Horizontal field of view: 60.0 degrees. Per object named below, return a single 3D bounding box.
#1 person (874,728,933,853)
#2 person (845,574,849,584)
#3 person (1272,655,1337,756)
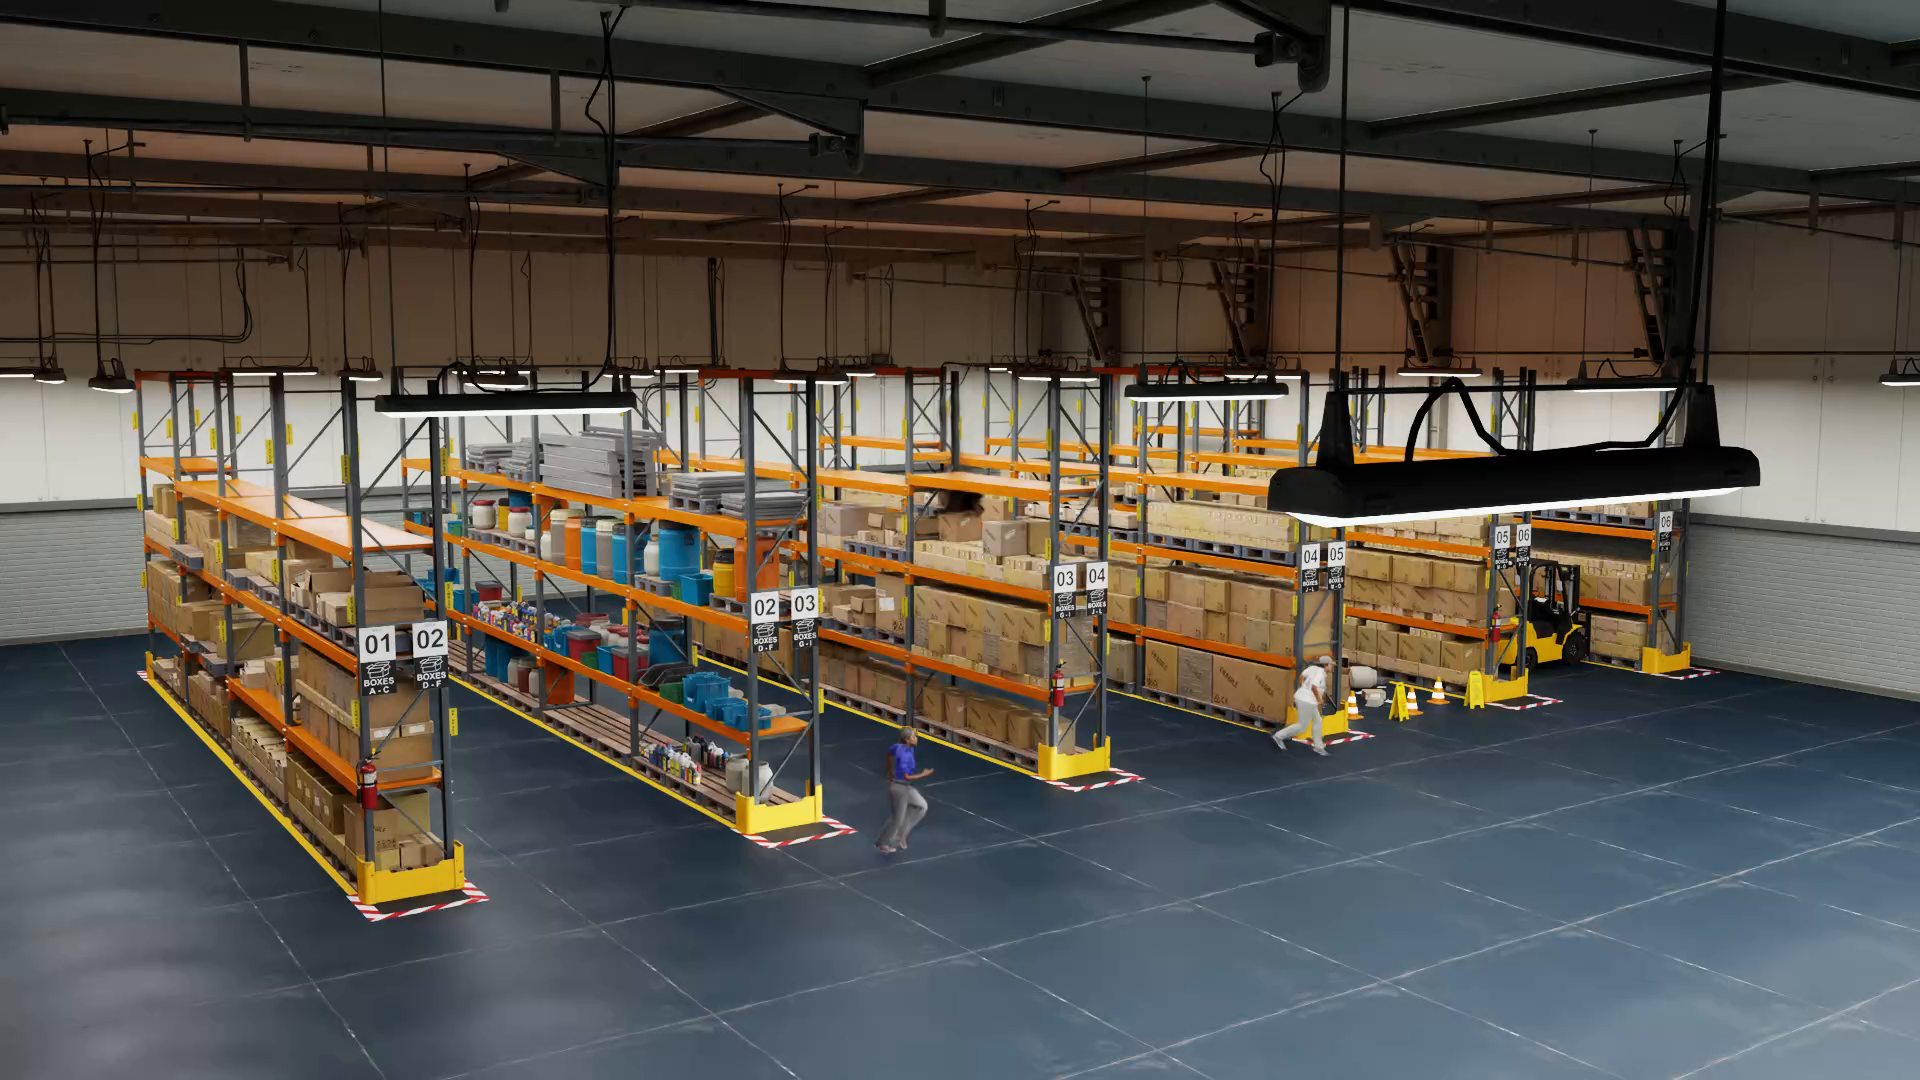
[{"bbox_3d":[-0.711,3.150,20.963,0.762,1.605,0.608,0,6,1],"label":"person"},{"bbox_3d":[-2.480,1.534,35.391,0.585,1.647,0.605,-5,8,-39],"label":"person"},{"bbox_3d":[5.402,2.620,26.154,1.012,1.628,0.631,-1,7,-8],"label":"person"}]
